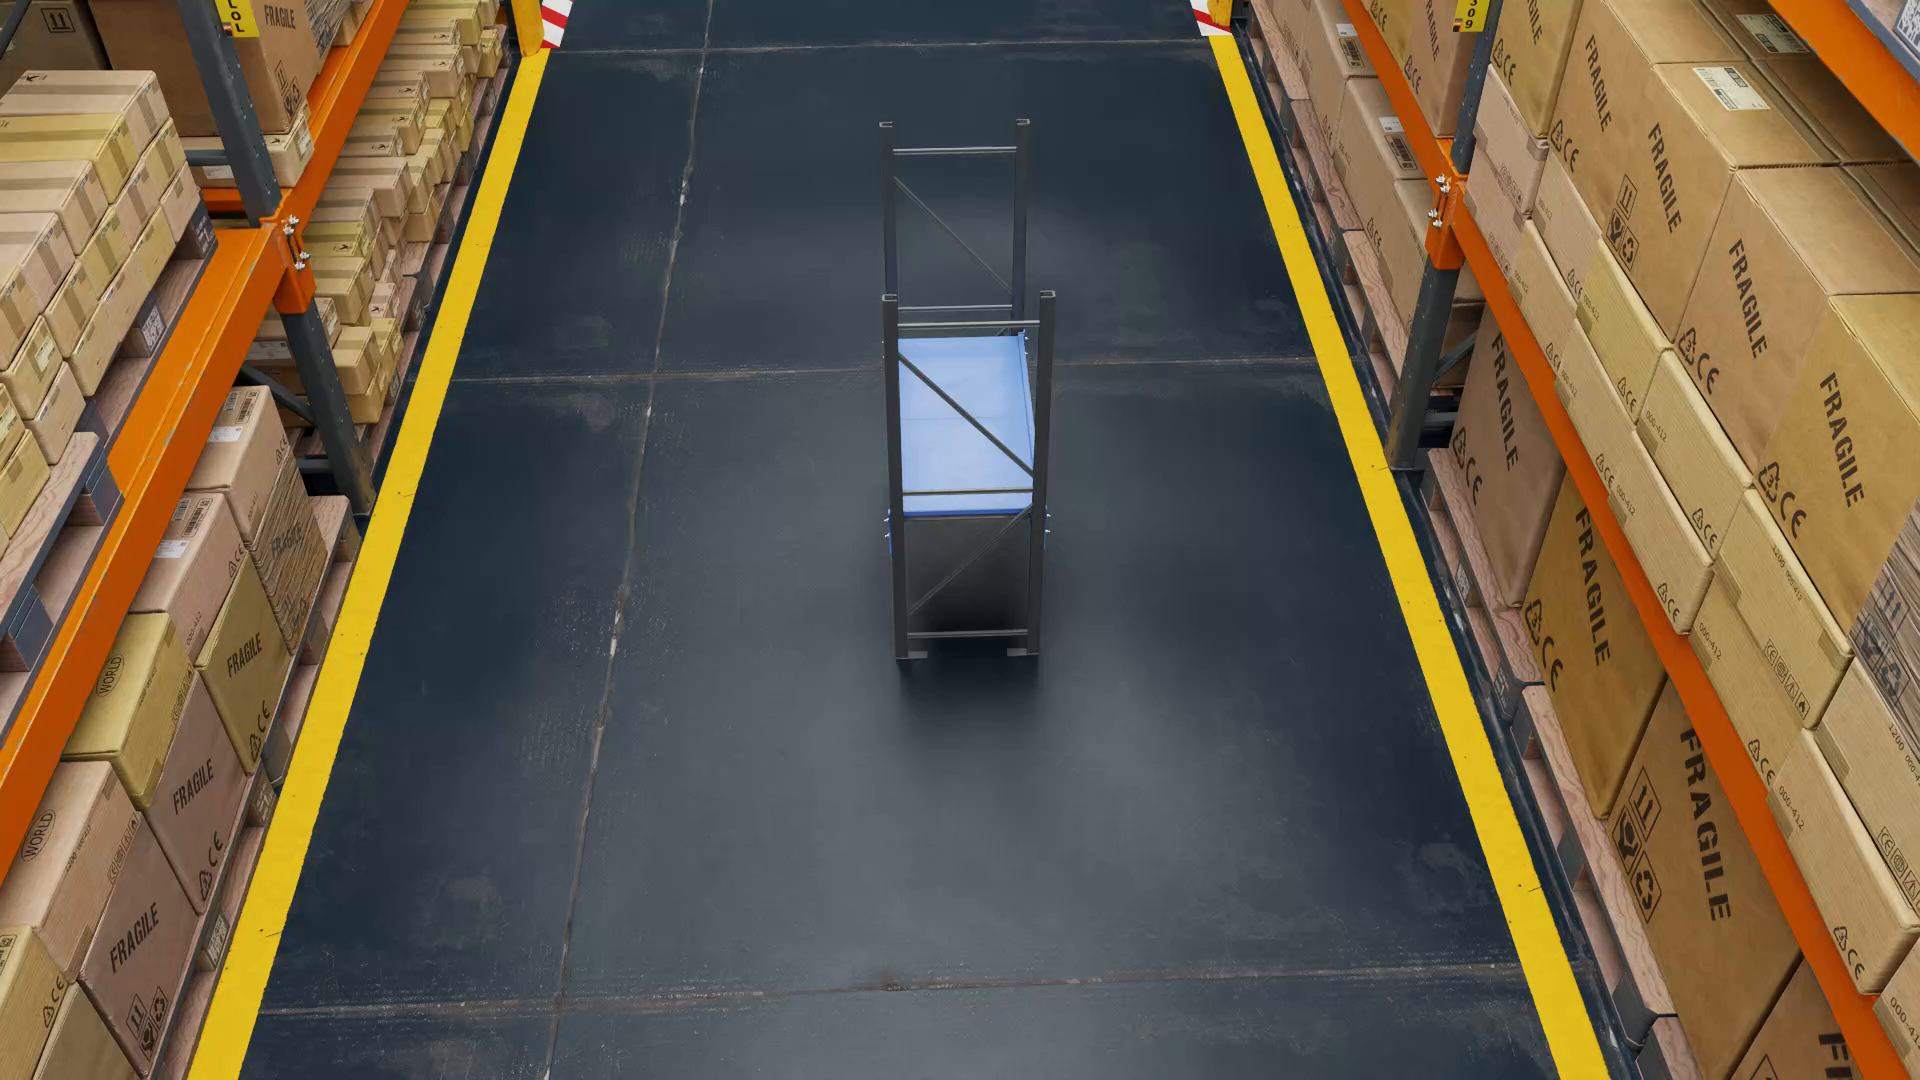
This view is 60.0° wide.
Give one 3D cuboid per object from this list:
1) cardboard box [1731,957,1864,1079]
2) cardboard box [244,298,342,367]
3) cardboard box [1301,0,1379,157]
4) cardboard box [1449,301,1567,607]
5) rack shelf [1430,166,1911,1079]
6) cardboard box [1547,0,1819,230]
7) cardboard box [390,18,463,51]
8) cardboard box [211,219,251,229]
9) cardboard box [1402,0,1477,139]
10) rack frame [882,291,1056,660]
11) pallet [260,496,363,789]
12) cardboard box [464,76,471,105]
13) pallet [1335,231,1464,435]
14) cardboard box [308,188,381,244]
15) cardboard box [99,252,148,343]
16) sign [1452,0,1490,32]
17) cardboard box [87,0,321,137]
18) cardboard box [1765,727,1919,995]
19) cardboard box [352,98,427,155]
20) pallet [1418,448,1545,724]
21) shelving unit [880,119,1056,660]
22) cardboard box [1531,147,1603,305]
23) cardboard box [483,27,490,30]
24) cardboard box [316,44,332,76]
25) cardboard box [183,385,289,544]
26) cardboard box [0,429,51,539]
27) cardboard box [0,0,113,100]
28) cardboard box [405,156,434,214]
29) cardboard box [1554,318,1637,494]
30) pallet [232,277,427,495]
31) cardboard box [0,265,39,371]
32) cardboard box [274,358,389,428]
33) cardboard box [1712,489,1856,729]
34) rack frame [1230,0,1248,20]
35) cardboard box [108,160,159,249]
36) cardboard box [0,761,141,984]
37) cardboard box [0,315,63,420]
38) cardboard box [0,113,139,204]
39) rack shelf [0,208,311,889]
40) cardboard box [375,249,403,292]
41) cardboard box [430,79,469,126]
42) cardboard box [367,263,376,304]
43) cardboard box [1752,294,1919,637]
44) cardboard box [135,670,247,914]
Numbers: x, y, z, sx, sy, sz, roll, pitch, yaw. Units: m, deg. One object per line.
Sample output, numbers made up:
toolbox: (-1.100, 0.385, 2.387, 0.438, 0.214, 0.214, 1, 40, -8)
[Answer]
cardboard box: (2.413, 1.432, 3.730, 0.875, 0.875, 0.875, -2, 43, -2)
cardboard box: (-2.559, -0.780, 6.239, 0.380, 0.149, 0.250, 0, 43, 0)
cardboard box: (2.195, -2.279, 8.101, 0.875, 0.438, 0.875, -1, 43, -1)
cardboard box: (2.296, -0.384, 5.710, 0.875, 0.875, 0.875, 0, 43, 0)
rack shelf: (2.275, 0.187, 4.358, 1.077, 0.370, 4.000, -2, 43, -2)
cardboard box: (1.970, -1.186, 4.510, 0.500, 0.500, 0.500, -2, 43, -2)
cardboard box: (-2.607, -2.372, 7.977, 0.380, 0.149, 0.250, -3, 43, -4)
cardboard box: (-3.028, -1.290, 6.797, 0.380, 0.149, 0.250, 0, 43, 0)
cardboard box: (1.915, -1.771, 5.888, 0.500, 0.500, 0.500, -1, 43, -1)
rack frame: (0.025, -0.152, 5.306, 0.500, 1.500, 0.032, -2, 43, -2)
pallet: (-2.717, 0.336, 5.728, 1.003, 0.211, 1.213, -2, 43, -2)
cardboard box: (-2.630, -2.155, 8.180, 0.380, 0.149, 0.250, -1, 43, -1)
pallet: (2.235, -0.916, 7.093, 1.003, 0.211, 1.213, -2, 43, -2)
cardboard box: (-2.606, -1.312, 6.820, 0.380, 0.149, 0.250, -3, 43, -3)
cardboard box: (-2.517, -0.674, 4.641, 0.380, 0.149, 0.250, -2, 43, -2)
sign: (1.635, -1.760, 5.250, 0.100, 0.325, 0.005, -2, 43, -2)
cardboard box: (-2.521, -1.706, 5.597, 0.500, 0.500, 0.500, -2, 43, -3)
cardboard box: (2.041, 0.649, 3.433, 0.500, 0.250, 0.500, -1, 43, -1)
cardboard box: (-2.600, -1.835, 7.391, 0.380, 0.149, 0.250, -1, 43, -2)
pallet: (2.298, 0.118, 5.965, 1.003, 0.211, 1.213, -2, 43, -2)
shelving unit: (0.004, -0.495, 5.680, 0.538, 1.500, 1.048, -2, 43, -2)
cardboard box: (1.977, -0.901, 4.754, 0.500, 0.250, 0.500, -1, 43, -1)
cardboard box: (-2.691, -2.673, 8.745, 0.380, 0.149, 0.250, -1, 43, -1)
cardboard box: (-2.591, -1.860, 6.246, 0.380, 0.149, 0.250, -3, 43, -4)
cardboard box: (-2.467, -0.232, 5.268, 0.500, 0.250, 0.500, -3, 43, -3)
cardboard box: (-2.479, -0.138, 4.056, 0.380, 0.149, 0.250, 0, 43, 0)
cardboard box: (-3.054, -1.683, 5.572, 0.500, 0.500, 0.500, -2, 43, -2)
cardboard box: (-2.538, -1.558, 7.309, 0.380, 0.149, 0.250, -2, 43, -2)
cardboard box: (1.974, -0.373, 4.548, 0.500, 0.250, 0.500, -2, 43, -2)
pallet: (-2.816, -0.642, 6.795, 1.003, 0.211, 1.213, -2, 43, -2)
cardboard box: (-2.500, -0.535, 4.049, 0.380, 0.149, 0.250, -3, 43, -3)
cardboard box: (-2.446, -0.577, 6.458, 0.380, 0.149, 0.250, -3, 43, -4)
cardboard box: (2.017, 0.132, 3.627, 0.500, 0.250, 0.500, -3, 43, -3)
rack frame: (2.020, -4.129, 8.534, 1.000, 3.000, 0.127, -2, 43, -2)
cardboard box: (-2.525, -0.949, 4.720, 0.380, 0.149, 0.250, -1, 43, -2)
cardboard box: (-2.399, 0.823, 4.116, 0.500, 0.250, 0.500, -1, 43, -1)
cardboard box: (-2.492, -0.421, 4.145, 0.380, 0.149, 0.250, -4, 43, -4)
cardboard box: (-2.527, -1.053, 4.613, 0.380, 0.149, 0.250, -3, 43, -3)
rack shelf: (-2.667, 0.397, 4.129, 1.077, 0.370, 4.000, -2, 43, -2)
cardboard box: (-2.581, -1.093, 7.021, 0.380, 0.149, 0.250, -2, 43, -3)
cardboard box: (-2.555, -2.084, 7.882, 0.380, 0.149, 0.250, -1, 43, -1)
cardboard box: (-2.594, -1.017, 6.719, 0.380, 0.149, 0.250, -2, 43, -2)
cardboard box: (2.032, -0.156, 3.387, 0.500, 0.500, 0.500, -2, 43, -2)
cardboard box: (-2.430, 0.734, 4.769, 0.500, 0.500, 0.500, -3, 43, -3)
